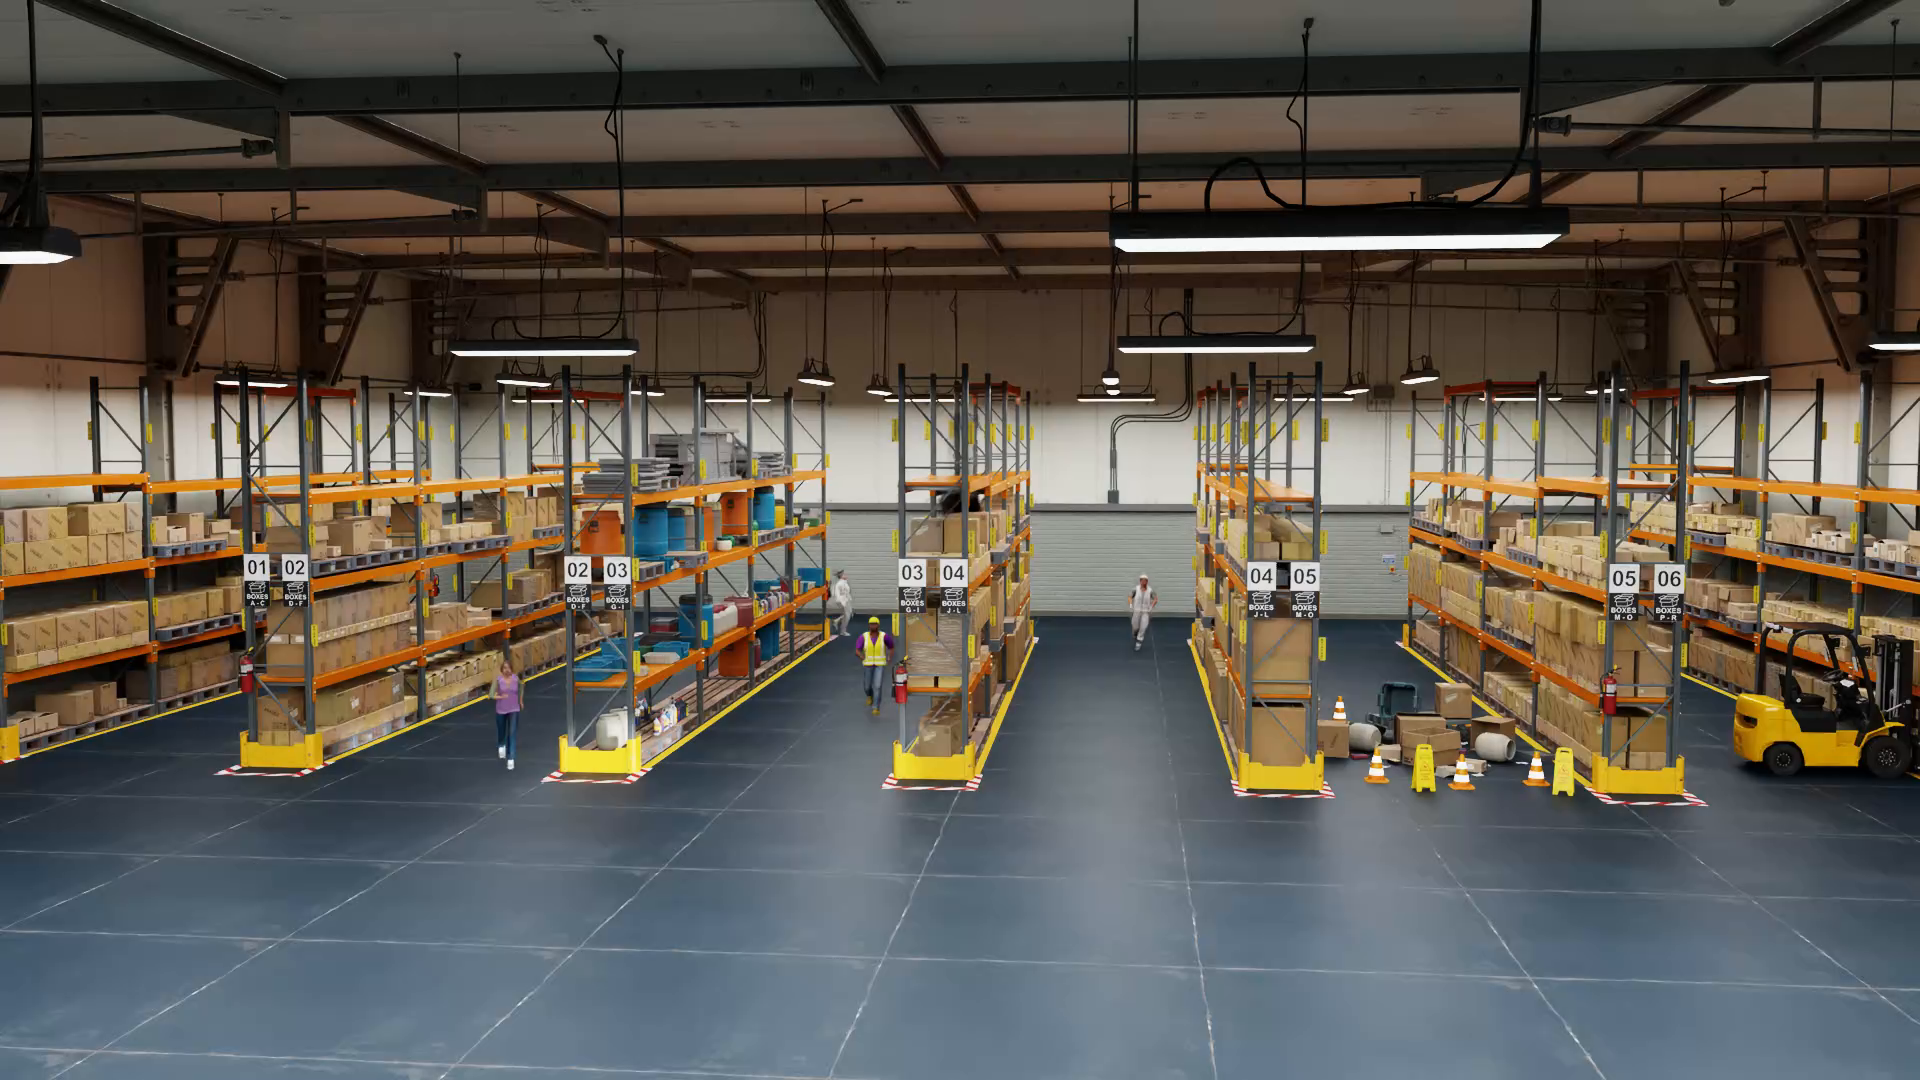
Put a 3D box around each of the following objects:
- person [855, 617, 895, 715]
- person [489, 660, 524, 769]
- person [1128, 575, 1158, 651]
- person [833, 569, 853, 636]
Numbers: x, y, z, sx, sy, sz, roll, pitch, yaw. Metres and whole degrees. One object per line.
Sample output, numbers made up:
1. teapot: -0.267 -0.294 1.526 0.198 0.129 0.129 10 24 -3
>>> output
1. person: -1.522 2.235 29.685 0.714 1.733 0.791 0 4 1
2. person: -6.797 2.589 24.940 0.537 1.572 0.881 -1 4 -21
3. person: 4.231 1.671 38.487 0.679 1.745 0.664 1 4 8
4. person: -2.928 1.545 41.197 0.508 1.667 0.584 1 4 12
